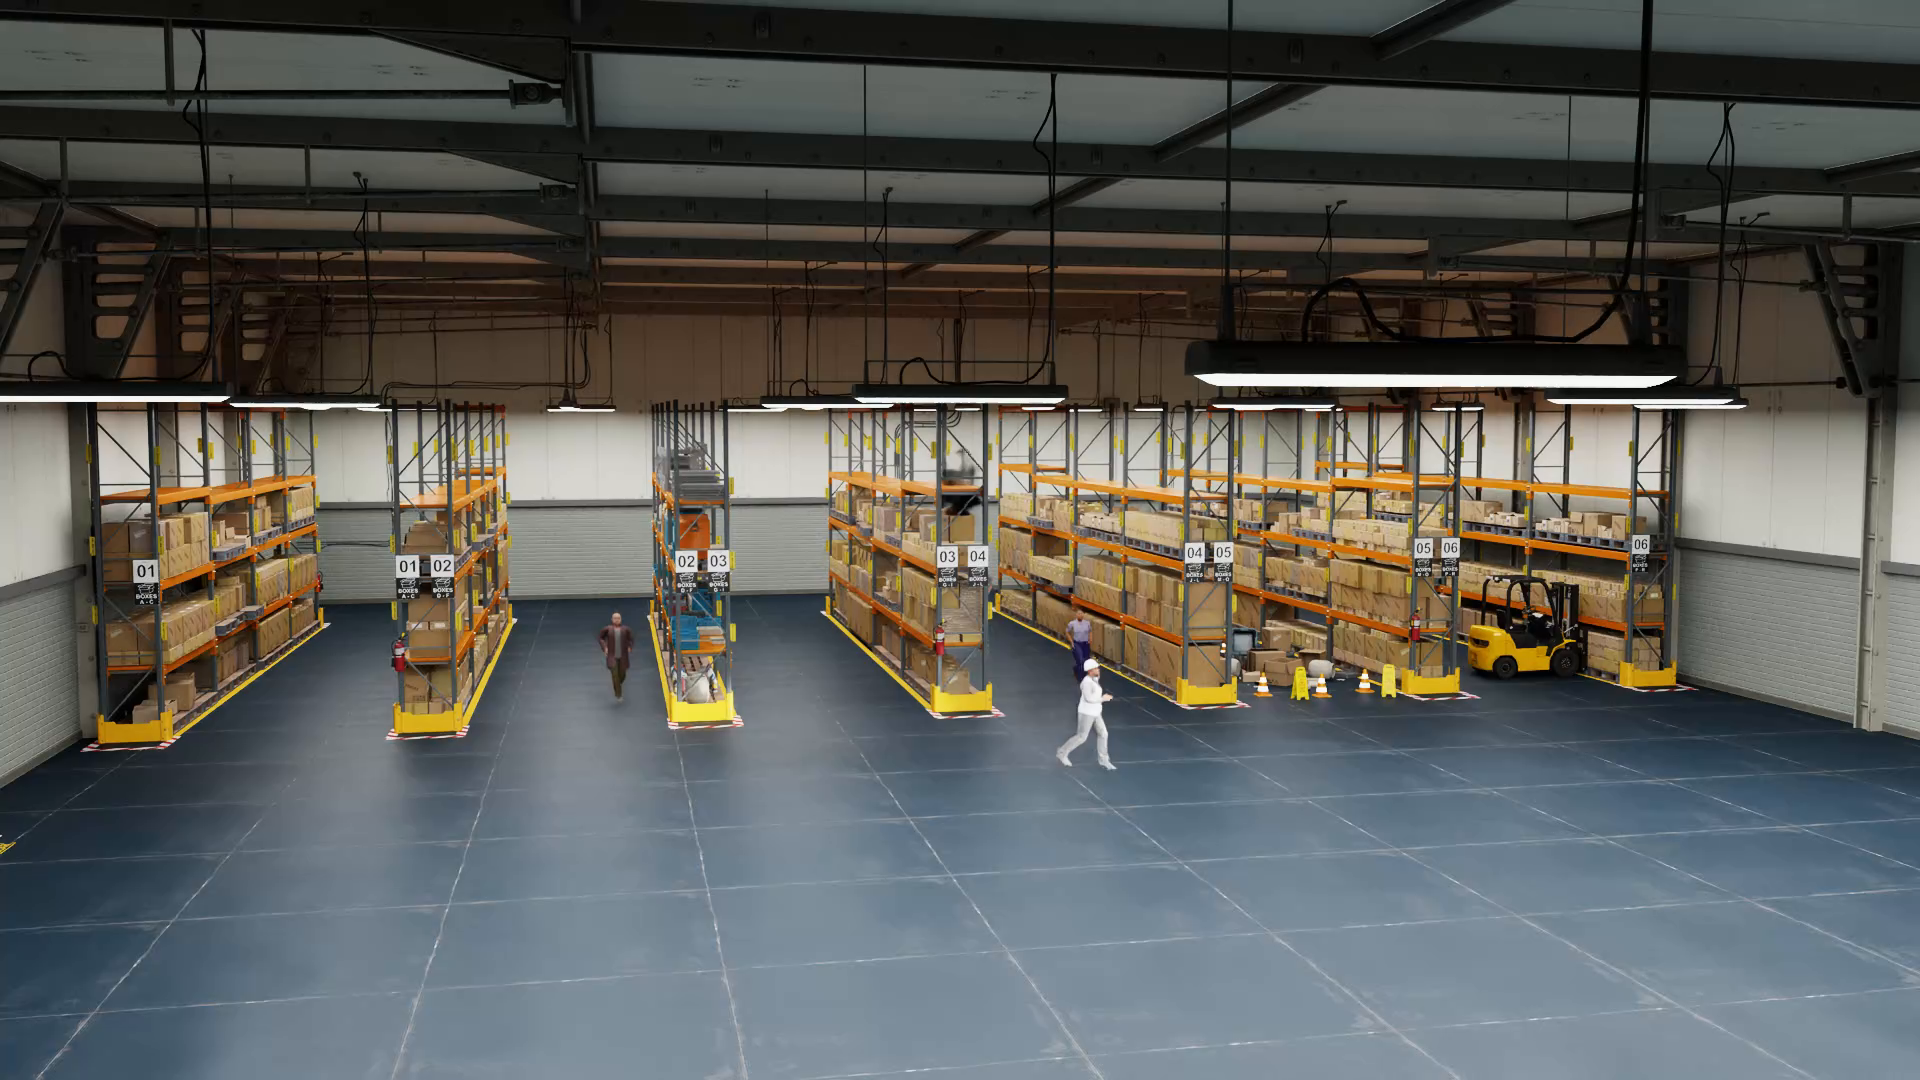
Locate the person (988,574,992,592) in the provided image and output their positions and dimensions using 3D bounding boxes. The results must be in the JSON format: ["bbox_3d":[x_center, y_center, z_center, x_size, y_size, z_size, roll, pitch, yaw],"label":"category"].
[{"bbox_3d":[0.564,1.458,45.215,0.681,1.673,0.791,0,4,-6],"label":"person"}]

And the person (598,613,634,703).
[{"bbox_3d":[-6.887,2.346,33.356,0.711,1.767,0.900,-1,5,-19],"label":"person"}]

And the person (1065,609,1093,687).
[{"bbox_3d":[2.535,2.272,35.223,0.602,1.637,0.693,-1,4,-16],"label":"person"}]

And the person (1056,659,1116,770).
[{"bbox_3d":[2.042,2.814,26.829,0.945,1.808,0.665,1,5,19],"label":"person"}]
